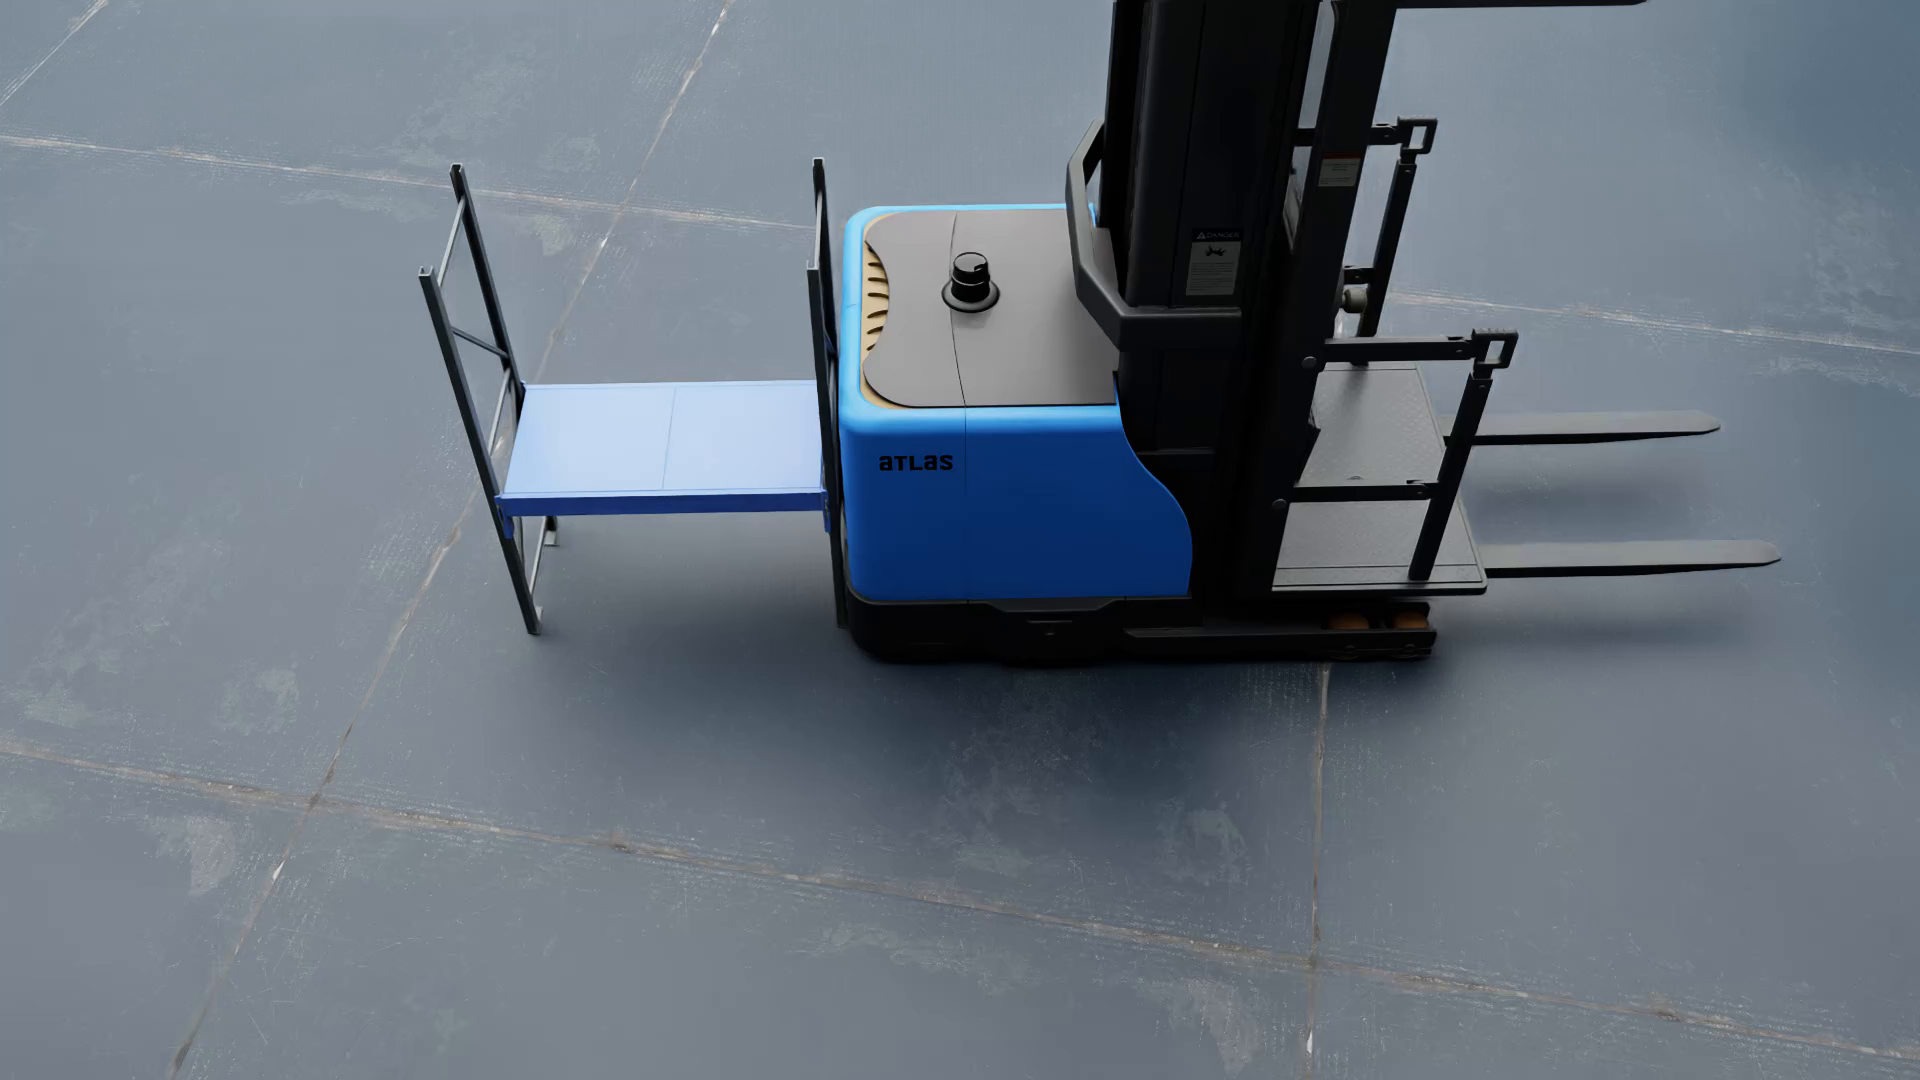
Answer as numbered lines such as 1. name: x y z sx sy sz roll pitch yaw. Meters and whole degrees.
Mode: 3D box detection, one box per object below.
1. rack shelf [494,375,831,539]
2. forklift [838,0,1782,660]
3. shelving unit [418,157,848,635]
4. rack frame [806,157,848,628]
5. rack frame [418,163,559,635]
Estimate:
1. rack shelf: -0.903 -0.266 5.222 1.000 0.185 0.538 -1 48 -1
2. forklift: 1.147 -0.988 4.667 3.031 2.935 1.130 -1 48 -1
3. shelving unit: -0.903 -0.386 5.089 1.048 1.500 0.538 -1 48 -1
4. rack frame: -0.395 -0.396 5.097 0.032 1.500 0.500 -1 48 -1
5. rack frame: -1.411 -0.376 5.080 0.032 1.500 0.500 -1 48 -1
